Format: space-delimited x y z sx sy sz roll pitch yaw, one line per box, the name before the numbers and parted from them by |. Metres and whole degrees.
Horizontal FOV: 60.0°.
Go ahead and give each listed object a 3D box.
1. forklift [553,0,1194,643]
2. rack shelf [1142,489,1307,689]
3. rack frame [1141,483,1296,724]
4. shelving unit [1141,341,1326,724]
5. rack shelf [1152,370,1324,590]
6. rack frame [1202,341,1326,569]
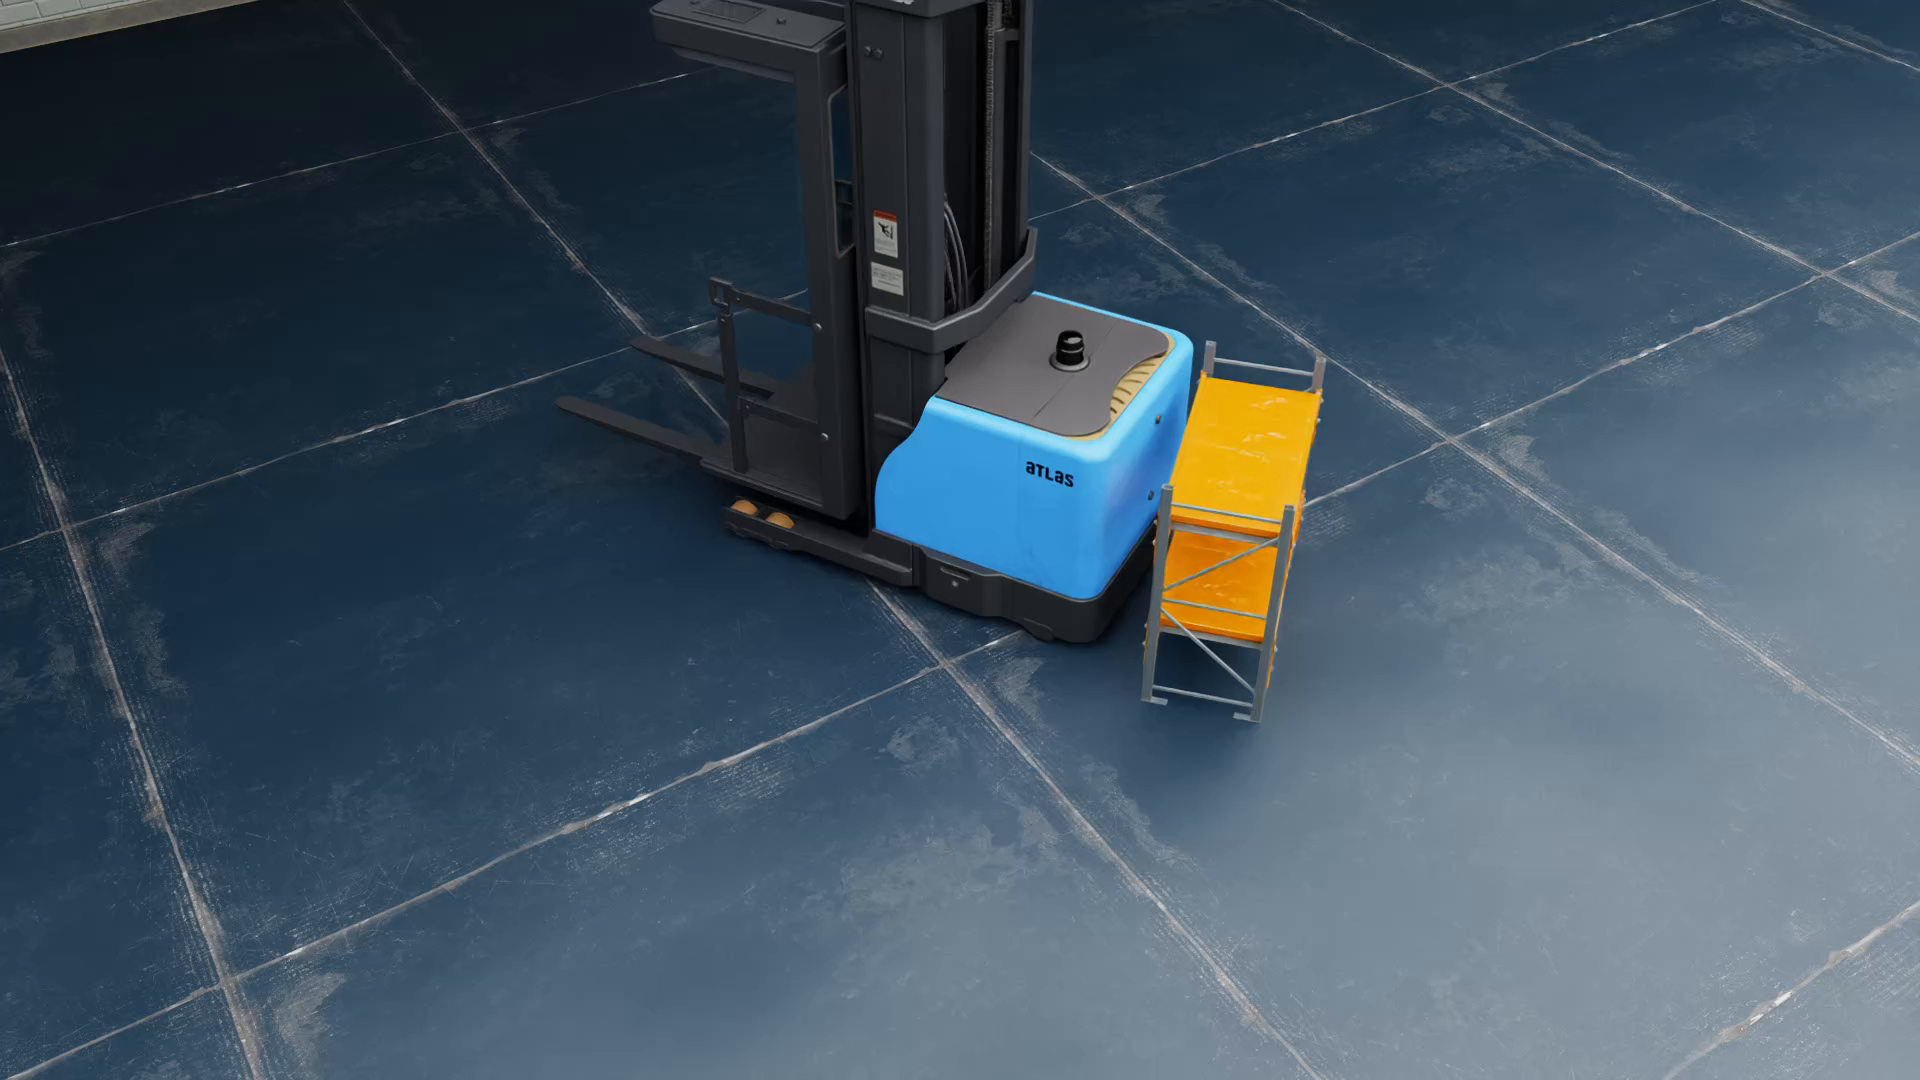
forklift | -0.525 -1.362 7.095 3.031 2.935 1.130 19 43 21
rack shelf | 1.137 0.147 7.077 0.538 0.278 1.000 10 41 12
rack frame | 0.999 0.272 6.545 0.500 1.125 0.032 10 41 12
shelving unit | 1.137 -0.041 6.921 0.538 1.125 1.048 10 41 12
rack shelf | 1.137 -0.266 6.733 0.538 0.278 1.000 10 41 12
rack frame | 1.275 -0.354 7.297 0.500 1.125 0.032 10 41 12
